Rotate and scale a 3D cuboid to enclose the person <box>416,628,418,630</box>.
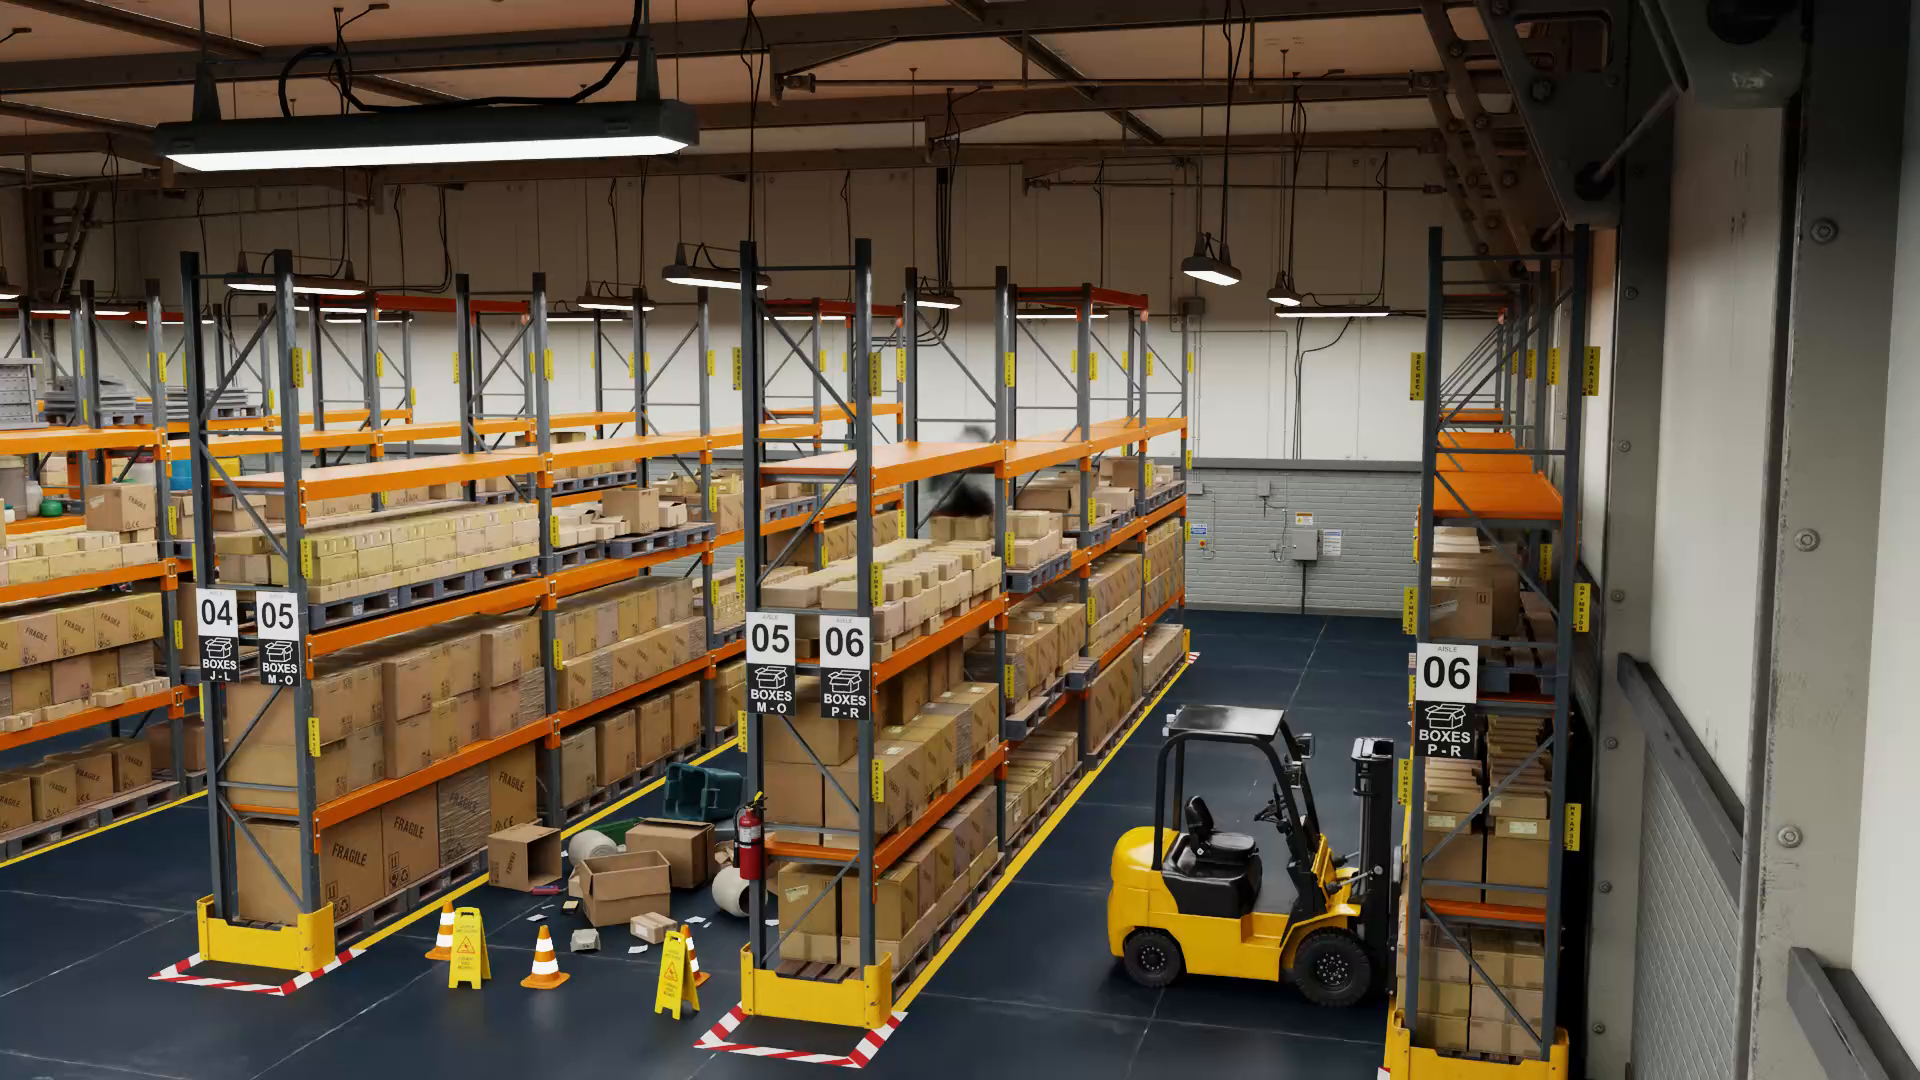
[{"bbox_3d":[-6.950,1.948,21.150,0.710,1.733,0.637,1,6,5],"label":"person"}]
